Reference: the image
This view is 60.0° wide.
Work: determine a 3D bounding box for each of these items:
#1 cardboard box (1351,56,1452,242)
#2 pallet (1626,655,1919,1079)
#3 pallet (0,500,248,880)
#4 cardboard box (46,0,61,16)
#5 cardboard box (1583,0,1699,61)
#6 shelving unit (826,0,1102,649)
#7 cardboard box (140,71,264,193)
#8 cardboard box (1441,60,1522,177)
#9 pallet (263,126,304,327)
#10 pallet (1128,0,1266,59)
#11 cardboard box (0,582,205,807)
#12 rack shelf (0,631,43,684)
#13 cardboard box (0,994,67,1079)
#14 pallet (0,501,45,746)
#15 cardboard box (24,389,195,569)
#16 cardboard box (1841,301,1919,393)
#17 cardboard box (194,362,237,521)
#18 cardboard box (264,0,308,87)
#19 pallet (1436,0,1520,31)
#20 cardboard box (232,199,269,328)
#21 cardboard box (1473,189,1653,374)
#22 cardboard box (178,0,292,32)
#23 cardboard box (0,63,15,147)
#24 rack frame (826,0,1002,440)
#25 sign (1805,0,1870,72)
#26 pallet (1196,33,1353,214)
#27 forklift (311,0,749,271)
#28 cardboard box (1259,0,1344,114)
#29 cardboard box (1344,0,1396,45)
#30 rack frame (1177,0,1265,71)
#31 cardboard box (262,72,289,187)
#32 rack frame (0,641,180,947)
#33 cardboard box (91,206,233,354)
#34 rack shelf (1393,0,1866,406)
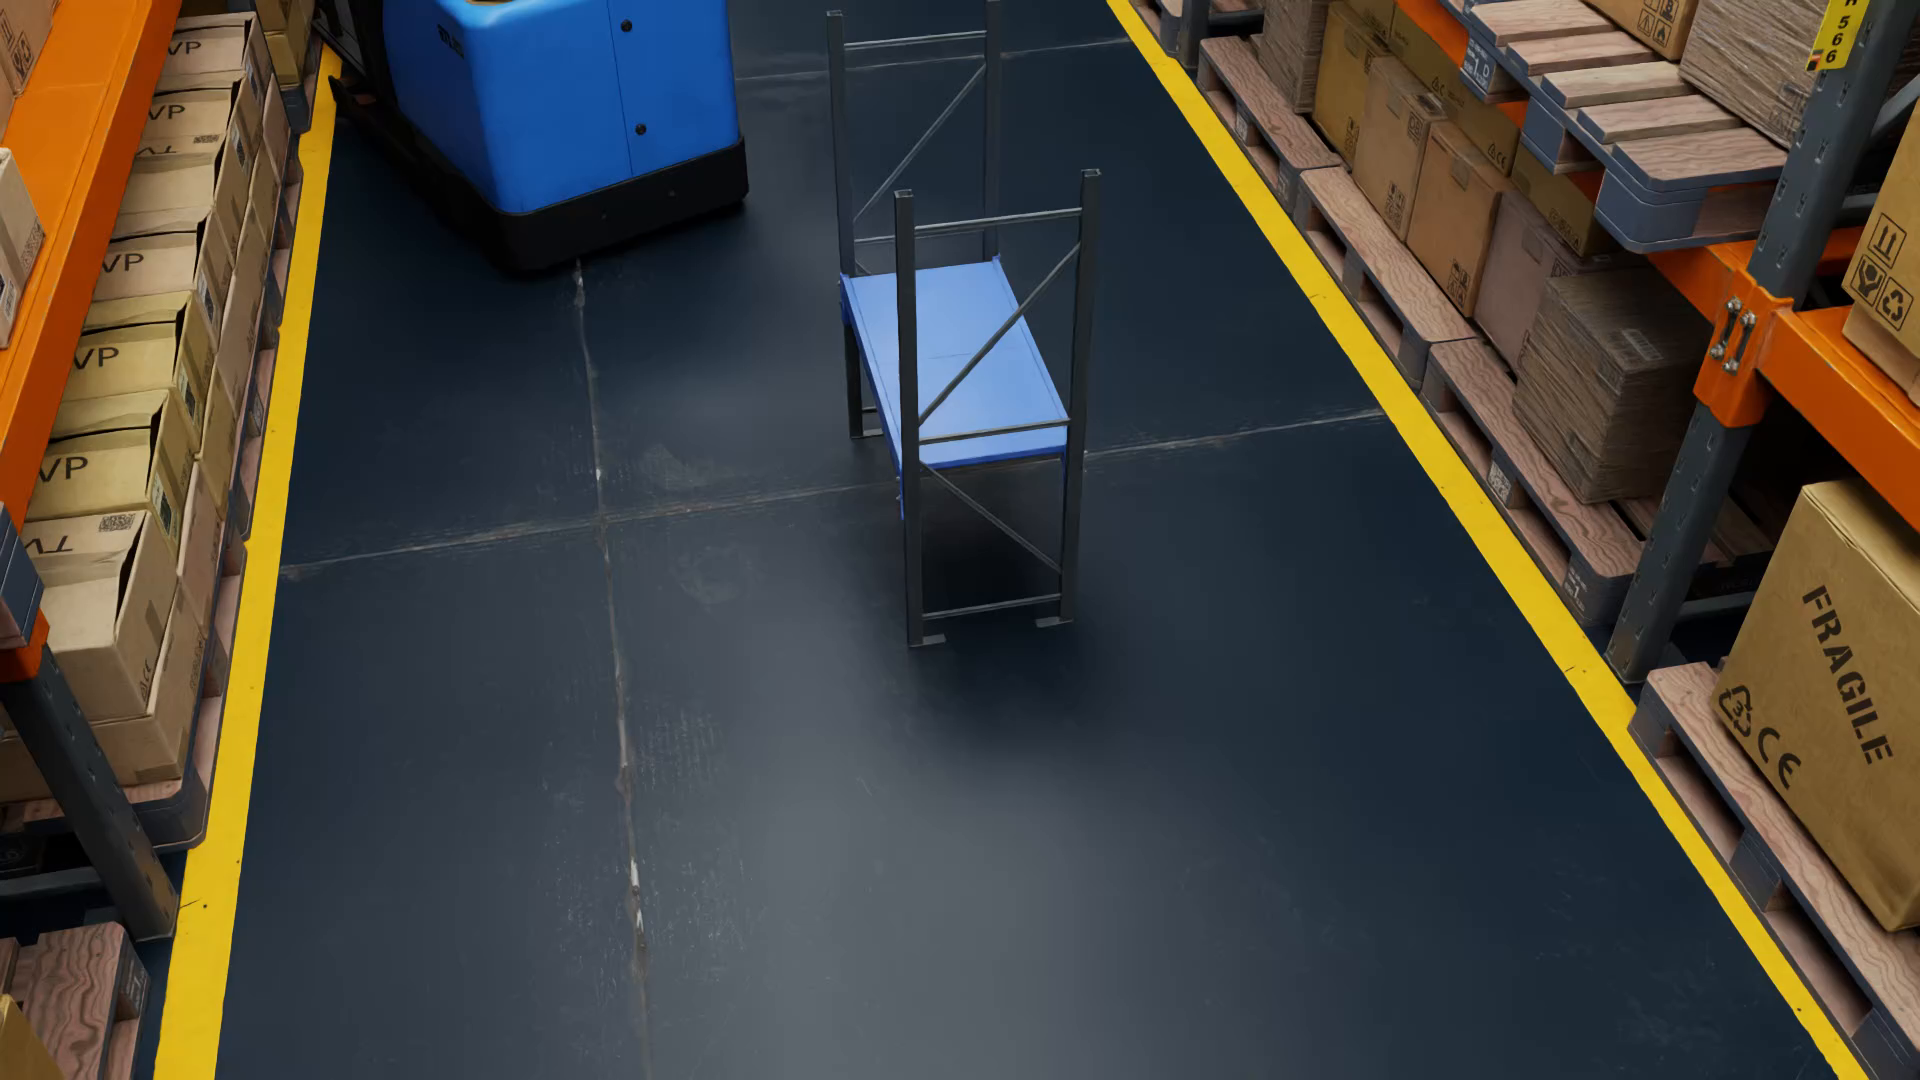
[{"bbox_3d":[1.924,-1.494,6.225,0.700,0.500,0.500,-8,42,-9],"label":"cardboard box"},{"bbox_3d":[2.478,0.754,4.241,1.003,0.211,1.213,-8,42,-9],"label":"pallet"},{"bbox_3d":[-2.594,0.405,4.634,1.003,0.211,1.213,-8,42,-9],"label":"pallet"},{"bbox_3d":[-3.055,-1.887,5.041,0.500,0.500,0.500,-6,42,-6],"label":"cardboard box"},{"bbox_3d":[2.123,-1.674,4.470,0.700,0.500,0.500,-12,43,-13],"label":"cardboard box"},{"bbox_3d":[-0.018,-0.616,4.814,0.538,1.500,1.048,-8,42,-9],"label":"shelving unit"},{"bbox_3d":[-2.832,-1.472,5.981,0.500,0.311,0.500,-7,42,-8],"label":"cardboard box"},{"bbox_3d":[1.997,-1.491,5.657,0.500,0.250,0.500,-9,42,-9],"label":"cardboard box"},{"bbox_3d":[-3.121,-1.176,6.416,1.003,0.211,1.213,-8,42,-9],"label":"pallet"},{"bbox_3d":[1.339,-2.791,8.235,1.003,0.211,1.213,-8,42,-9],"label":"pallet"},{"bbox_3d":[-2.281,0.392,4.304,0.500,0.250,0.500,-8,42,-9],"label":"cardboard box"},{"bbox_3d":[-2.023,1.467,1.879,1.077,0.370,4.000,-8,42,-9],"label":"rack shelf"},{"bbox_3d":[-2.024,1.245,3.140,0.500,0.500,0.500,-7,42,-8],"label":"cardboard box"},{"bbox_3d":[-2.240,0.403,2.681,1.213,0.211,1.003,-8,42,-9],"label":"pallet"},{"bbox_3d":[-2.403,-0.158,4.500,0.500,0.311,0.500,-9,42,-10],"label":"cardboard box"},{"bbox_3d":[2.226,-0.477,3.702,0.380,0.149,0.250,-9,42,-10],"label":"cardboard box"},{"bbox_3d":[-2.508,-0.270,5.050,0.500,0.250,0.500,-9,42,-10],"label":"cardboard box"},{"bbox_3d":[-3.122,-2.164,7.183,0.500,0.250,0.500,-8,42,-9],"label":"cardboard box"},{"bbox_3d":[1.914,-2.016,5.406,1.003,0.211,1.213,-8,42,-9],"label":"pallet"},{"bbox_3d":[-2.727,-0.933,5.796,0.500,0.250,0.500,-7,42,-8],"label":"cardboard box"},{"bbox_3d":[2.177,-0.850,5.499,0.700,0.500,0.500,-8,42,-9],"label":"cardboard box"},{"bbox_3d":[-3.112,-2.446,6.936,0.500,0.500,0.500,-8,42,-9],"label":"cardboard box"},{"bbox_3d":[-2.833,-1.221,4.291,0.500,0.500,0.500,-10,43,-12],"label":"cardboard box"},{"bbox_3d":[-0.128,-0.946,5.186,0.500,1.500,0.032,-8,42,-9],"label":"rack frame"},{"bbox_3d":[1.854,-1.130,3.451,0.100,0.325,0.005,-8,42,-9],"label":"sign"},{"bbox_3d":[1.688,-1.856,7.182,1.003,0.211,1.213,-8,42,-9],"label":"pallet"},{"bbox_3d":[-2.124,-3.051,6.479,1.130,2.935,3.031,-26,48,-26],"label":"forklift"},{"bbox_3d":[1.693,-2.158,6.973,0.700,0.500,0.500,-7,42,-8],"label":"cardboard box"},{"bbox_3d":[1.792,-2.154,6.403,0.500,0.250,0.500,-9,42,-10],"label":"cardboard box"},{"bbox_3d":[1.518,-3.403,6.824,1.000,3.000,0.127,-8,42,-9],"label":"rack frame"},{"bbox_3d":[-2.946,-1.593,6.539,0.500,0.250,0.500,-9,42,-10],"label":"cardboard box"},{"bbox_3d":[-2.455,-0.098,3.101,1.000,3.000,0.127,-8,42,-9],"label":"rack frame"},{"bbox_3d":[-2.622,-0.822,5.248,0.500,0.311,0.500,-9,42,-10],"label":"cardboard box"},{"bbox_3d":[1.950,-1.838,5.603,1.077,0.370,4.000,-8,42,-9],"label":"rack shelf"}]
